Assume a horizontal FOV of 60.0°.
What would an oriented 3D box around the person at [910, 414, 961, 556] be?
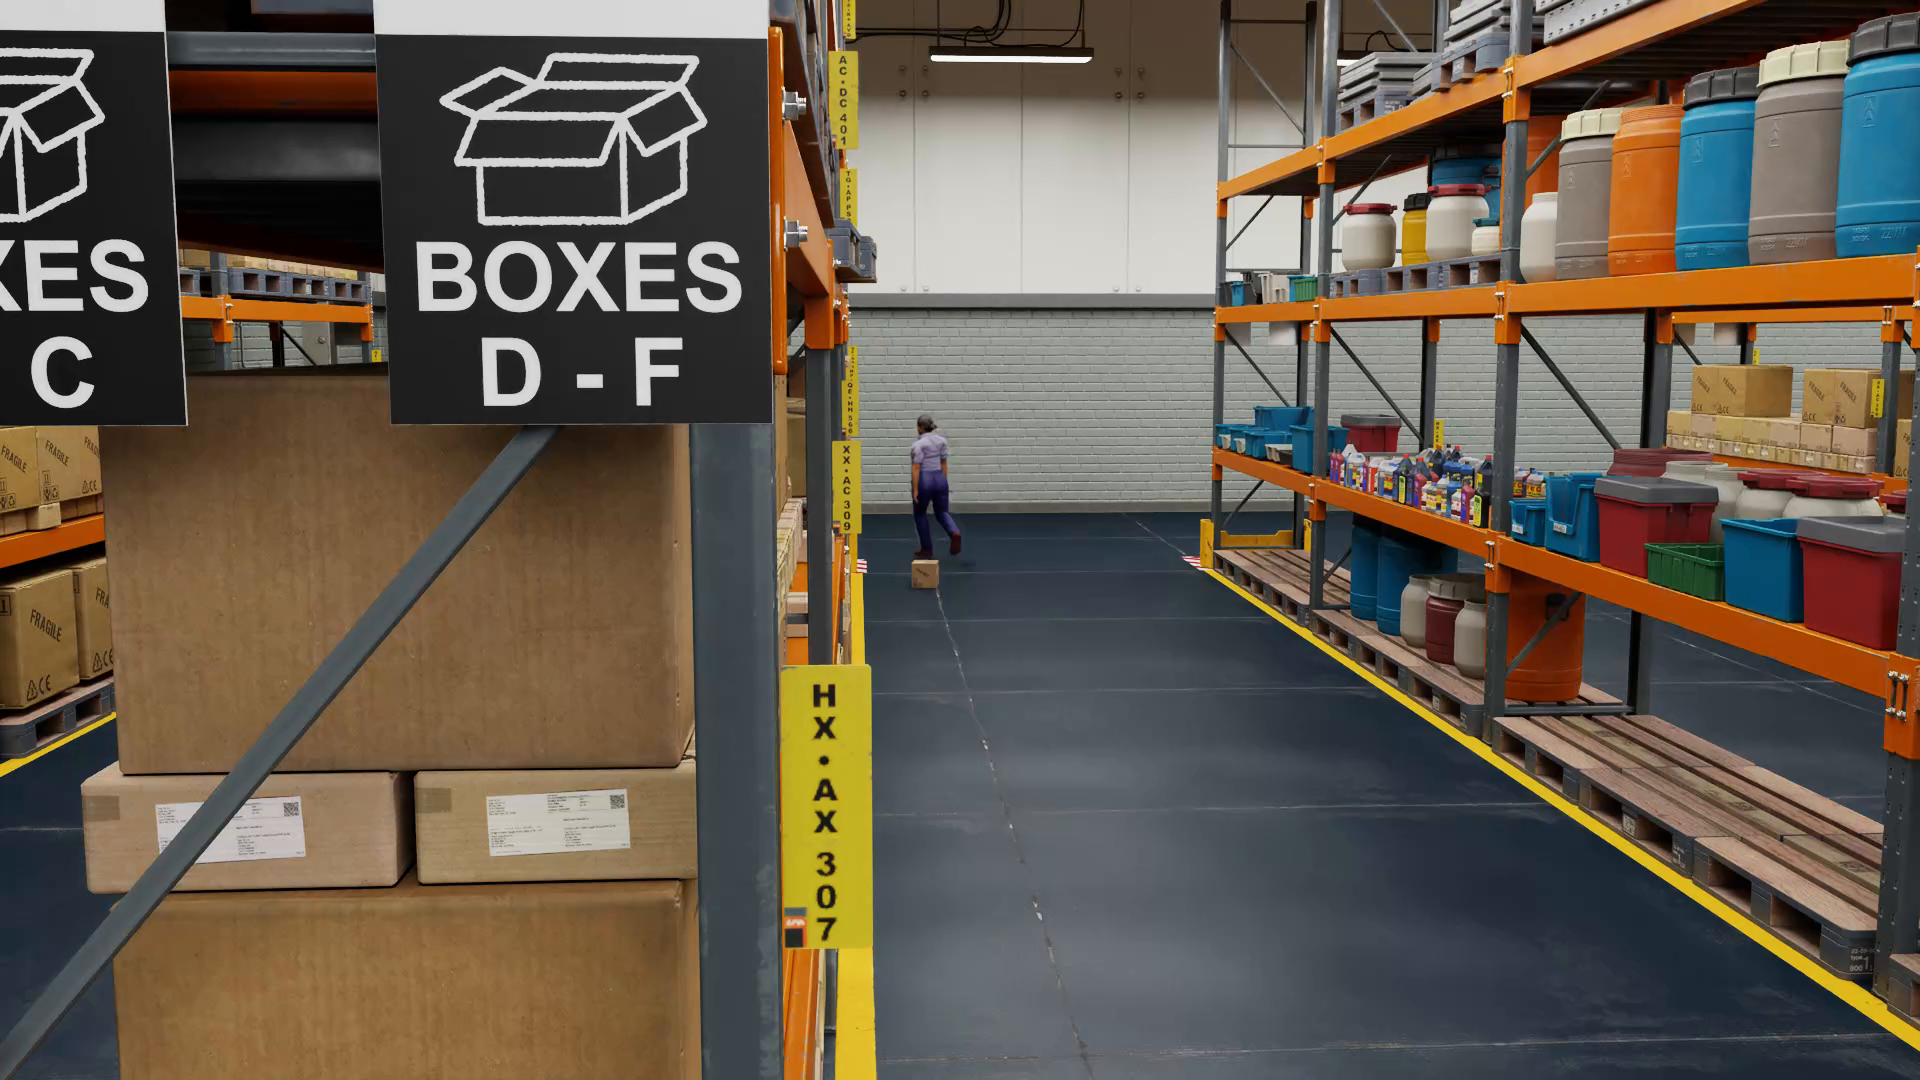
[{"bbox_3d":[-0.319,-0.593,18.653,0.522,1.607,0.719,-4,8,-30],"label":"person"}]
